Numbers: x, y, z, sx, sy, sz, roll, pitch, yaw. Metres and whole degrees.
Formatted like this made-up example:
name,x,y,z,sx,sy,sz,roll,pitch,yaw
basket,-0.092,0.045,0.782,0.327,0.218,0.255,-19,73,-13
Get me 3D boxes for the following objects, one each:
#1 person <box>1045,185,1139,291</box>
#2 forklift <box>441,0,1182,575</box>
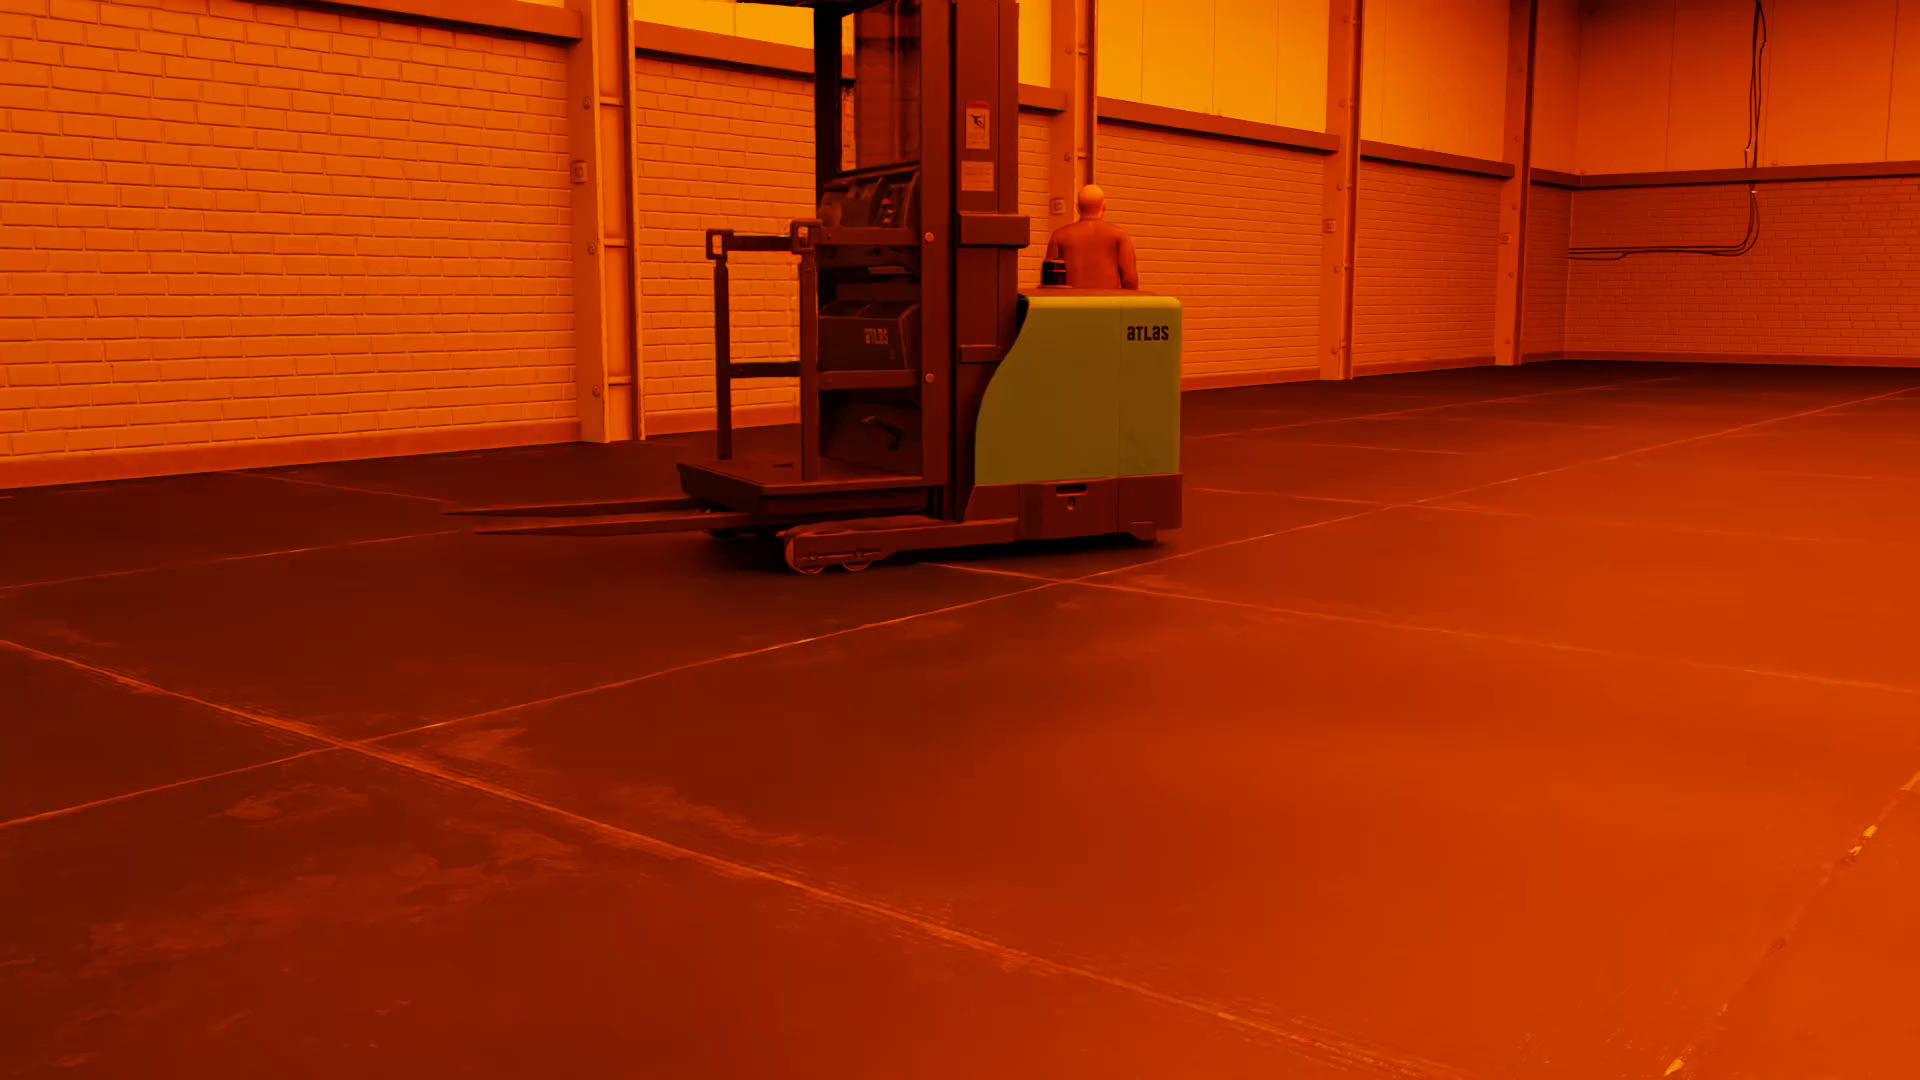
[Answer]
name,x,y,z,sx,sy,sz,roll,pitch,yaw
person,0.840,-1.361,10.602,0.647,1.776,0.447,2,9,14
forklift,-0.576,-1.401,6.856,3.031,2.935,1.130,-4,9,-27
